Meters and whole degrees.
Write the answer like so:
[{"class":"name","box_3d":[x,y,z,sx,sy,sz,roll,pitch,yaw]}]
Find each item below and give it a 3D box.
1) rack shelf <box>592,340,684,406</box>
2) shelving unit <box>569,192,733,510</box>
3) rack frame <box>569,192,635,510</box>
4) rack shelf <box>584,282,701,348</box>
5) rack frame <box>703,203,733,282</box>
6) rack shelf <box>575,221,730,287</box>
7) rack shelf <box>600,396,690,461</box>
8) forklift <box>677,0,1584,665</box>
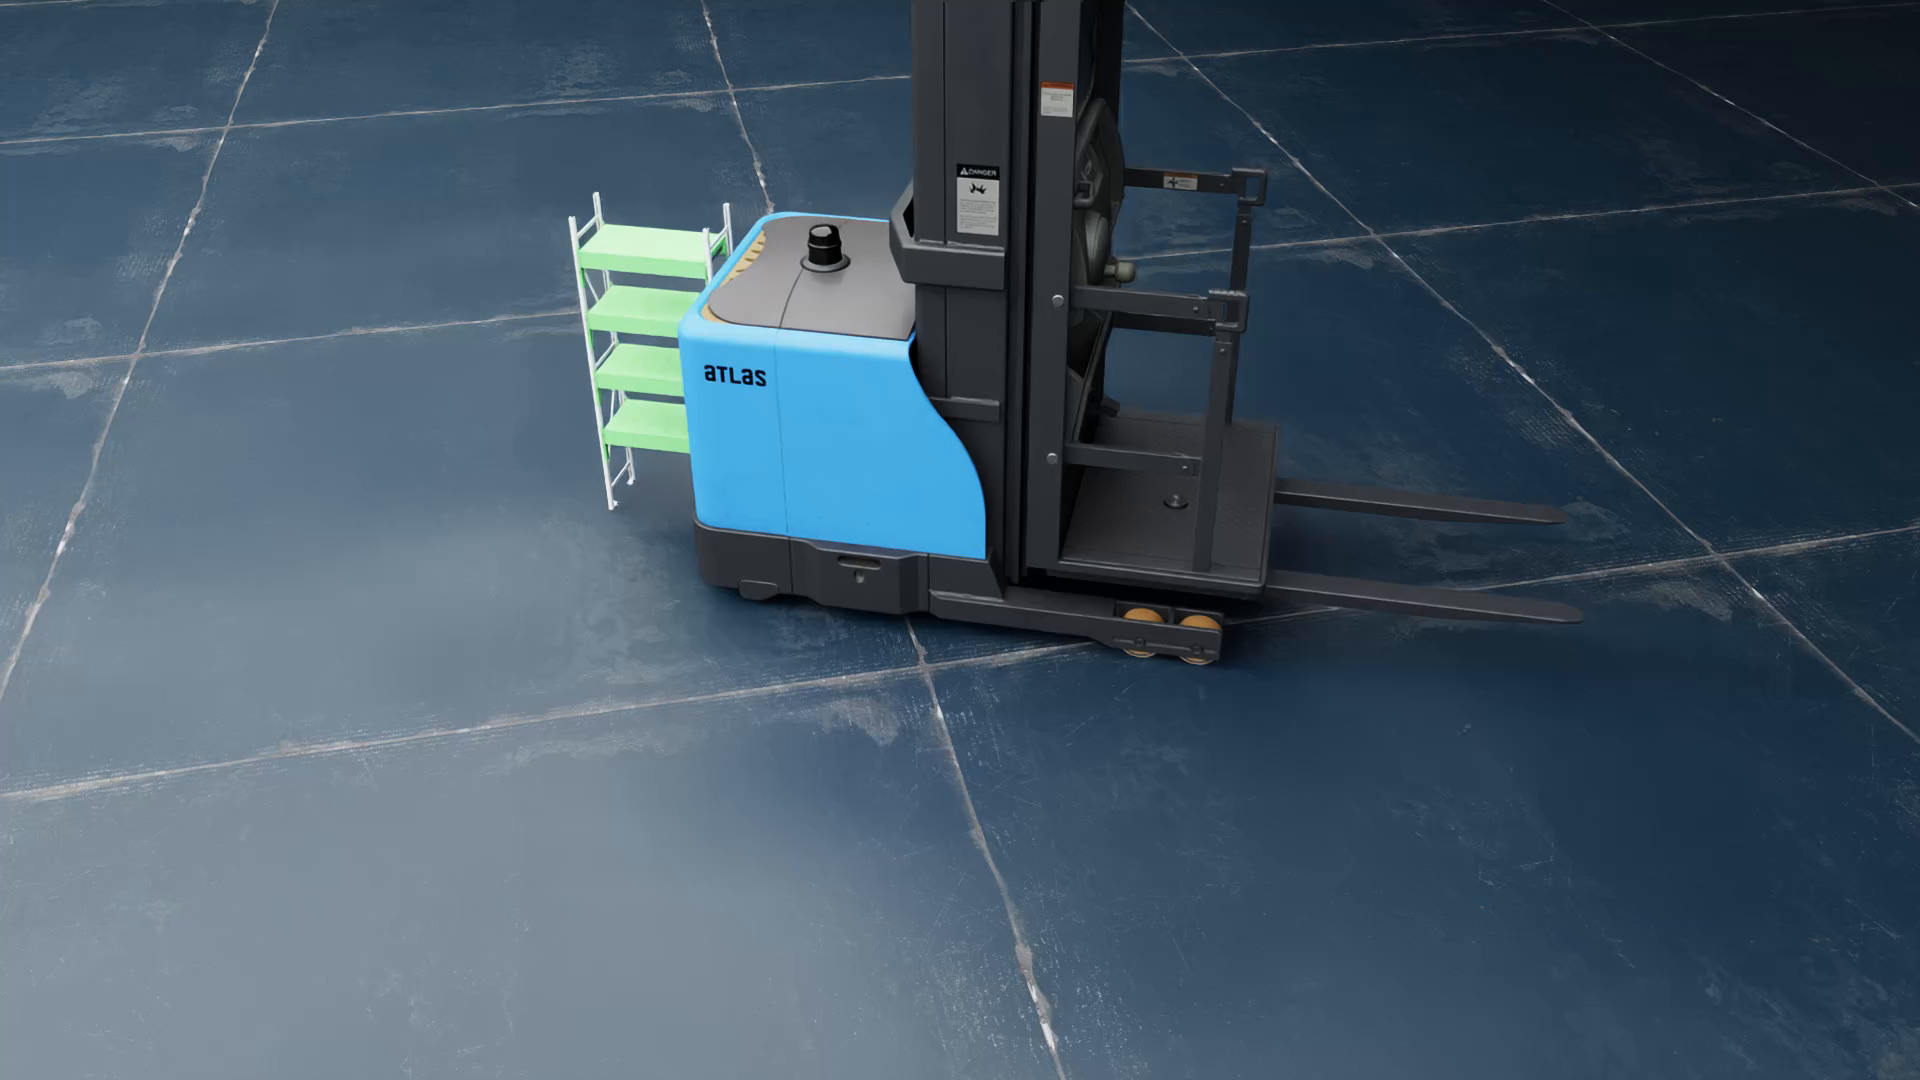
[{"class":"rack shelf","box_3d":[-1.085,-0.599,6.181,0.480,0.148,0.258,7,34,10]},{"class":"shelving unit","box_3d":[-1.085,-0.653,6.146,0.503,1.200,0.258,7,34,10]},{"class":"rack frame","box_3d":[-1.324,-0.680,6.187,0.015,1.200,0.240,7,34,10]},{"class":"rack shelf","box_3d":[-1.085,-0.799,6.047,0.480,0.148,0.258,7,34,10]},{"class":"rack frame","box_3d":[-0.846,-0.625,6.104,0.015,1.200,0.240,7,34,10]},{"class":"rack shelf","box_3d":[-1.085,-0.998,5.914,0.480,0.148,0.258,7,34,10]},{"class":"rack shelf","box_3d":[-1.085,-0.400,6.315,0.480,0.148,0.258,7,34,10]},{"class":"forklift","box_3d":[0.633,-1.120,5.289,3.031,2.935,1.130,7,34,10]}]
